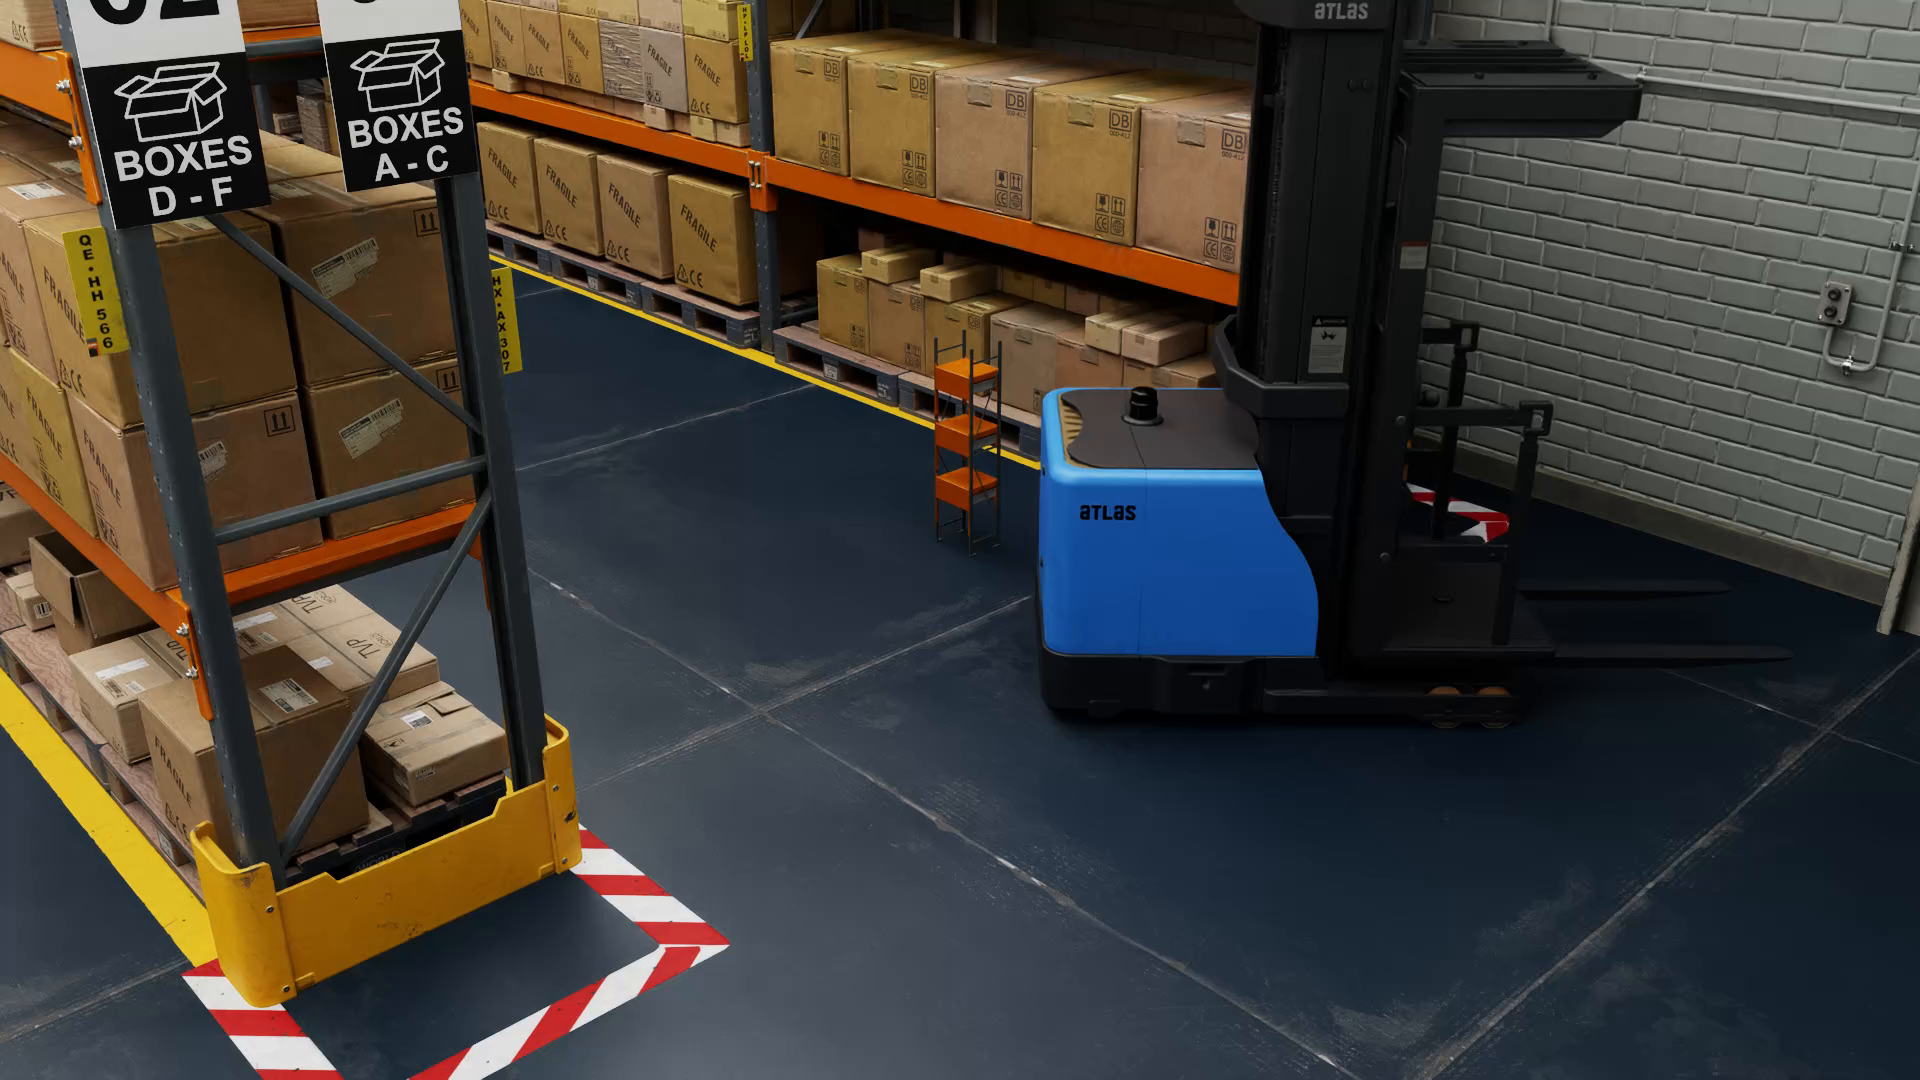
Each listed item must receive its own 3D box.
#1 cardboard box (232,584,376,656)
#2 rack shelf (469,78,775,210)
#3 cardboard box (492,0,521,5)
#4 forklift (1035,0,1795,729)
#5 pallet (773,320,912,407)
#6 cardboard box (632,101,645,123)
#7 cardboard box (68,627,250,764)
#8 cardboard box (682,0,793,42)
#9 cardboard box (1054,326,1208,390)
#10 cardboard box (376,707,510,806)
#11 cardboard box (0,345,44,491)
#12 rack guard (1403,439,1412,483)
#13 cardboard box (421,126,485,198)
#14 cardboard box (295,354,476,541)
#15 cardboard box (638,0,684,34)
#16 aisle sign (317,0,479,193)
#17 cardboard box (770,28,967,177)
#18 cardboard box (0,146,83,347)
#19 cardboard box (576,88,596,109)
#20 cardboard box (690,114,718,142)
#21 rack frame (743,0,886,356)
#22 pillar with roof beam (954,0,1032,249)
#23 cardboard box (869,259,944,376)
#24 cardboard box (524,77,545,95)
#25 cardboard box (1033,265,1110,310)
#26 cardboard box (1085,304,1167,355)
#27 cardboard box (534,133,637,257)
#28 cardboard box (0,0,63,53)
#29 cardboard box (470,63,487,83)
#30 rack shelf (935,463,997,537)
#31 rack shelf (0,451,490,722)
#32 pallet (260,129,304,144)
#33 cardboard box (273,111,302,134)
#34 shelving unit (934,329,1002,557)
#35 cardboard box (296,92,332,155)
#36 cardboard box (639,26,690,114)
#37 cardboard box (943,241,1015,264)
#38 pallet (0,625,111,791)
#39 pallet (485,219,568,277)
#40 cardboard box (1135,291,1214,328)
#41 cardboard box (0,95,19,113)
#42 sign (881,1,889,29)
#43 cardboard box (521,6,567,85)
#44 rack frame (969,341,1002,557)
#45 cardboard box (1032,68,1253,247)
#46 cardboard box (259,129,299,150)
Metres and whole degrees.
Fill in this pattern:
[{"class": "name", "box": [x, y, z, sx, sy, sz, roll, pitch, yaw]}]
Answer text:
[{"class": "cardboard box", "box": [-2.633, 0.390, 6.563, 0.500, 0.250, 0.500, -21, 32, -38]}, {"class": "rack shelf", "box": [-2.273, -3.009, 12.099, 1.077, 0.370, 4.000, -21, 32, -38]}, {"class": "cardboard box", "box": [-3.150, -4.100, 12.217, 0.500, 0.250, 0.500, -22, 32, -39]}, {"class": "forklift", "box": [1.848, -0.806, 6.486, 3.031, 2.935, 1.130, 0, 25, 1]}, {"class": "pallet", "box": [-0.443, -1.209, 10.647, 1.003, 0.211, 1.213, -21, 32, -38]}, {"class": "cardboard box", "box": [-2.019, -2.965, 11.413, 0.380, 0.149, 0.250, -21, 32, -38]}, {"class": "cardboard box", "box": [-2.964, 0.547, 6.219, 0.500, 0.250, 0.500, -21, 32, -38]}, {"class": "cardboard box", "box": [-1.412, -3.331, 10.530, 0.500, 0.250, 0.500, -20, 31, -37]}, {"class": "cardboard box", "box": [0.935, -0.908, 9.132, 0.700, 0.500, 0.500, -21, 32, -39]}, {"class": "cardboard box", "box": [-1.820, 0.760, 5.874, 0.380, 0.149, 0.250, -21, 32, -38]}, {"class": "cardboard box", "box": [-2.984, -0.525, 5.667, 0.500, 0.500, 0.500, -21, 32, -38]}, {"class": "rack guard", "box": [1.845, -0.374, 8.468, 1.175, 0.500, 0.348, -21, 32, -38]}, {"class": "cardboard box", "box": [-4.170, -3.209, 14.151, 0.700, 0.500, 0.500, -21, 32, -38]}, {"class": "cardboard box", "box": [-1.896, -0.367, 5.320, 0.500, 0.500, 0.500, -20, 32, -37]}, {"class": "cardboard box", "box": [-1.754, -3.488, 10.876, 0.500, 0.250, 0.500, -20, 31, -37]}, {"class": "aisle sign", "box": [-1.524, -1.358, 4.480, 0.394, 0.787, 0.004, -21, 32, -38]}, {"class": "cardboard box", "box": [-0.547, -2.698, 10.189, 0.980, 0.700, 0.700, -21, 32, -38]}, {"class": "cardboard box", "box": [-2.994, -0.978, 5.455, 0.500, 0.500, 0.500, -20, 31, -37]}, {"class": "cardboard box", "box": [-2.527, -3.210, 11.951, 0.380, 0.149, 0.250, -21, 32, -38]}, {"class": "cardboard box", "box": [-1.533, -2.717, 10.871, 0.380, 0.149, 0.250, -21, 32, -38]}, {"class": "rack frame", "box": [-0.906, -2.731, 10.621, 1.000, 3.000, 0.127, -21, 32, -38]}, {"class": "pillar with roof beam", "box": [-2.938, -4.272, 6.772, 9.100, 9.000, 0.400, -21, 32, -38]}, {"class": "cardboard box", "box": [-0.128, -1.376, 10.157, 0.700, 0.500, 0.500, -22, 32, -39]}, {"class": "cardboard box", "box": [-3.036, -3.447, 12.471, 0.380, 0.149, 0.250, -22, 32, -39]}, {"class": "cardboard box", "box": [0.640, -1.454, 9.547, 0.380, 0.149, 0.250, -21, 32, -38]}, {"class": "cardboard box", "box": [0.881, -1.116, 8.806, 0.380, 0.149, 0.250, -20, 31, -37]}, {"class": "cardboard box", "box": [-2.639, -2.628, 12.481, 0.750, 0.750, 0.750, -21, 32, -39]}, {"class": "cardboard box", "box": [-2.329, -1.490, 4.468, 0.500, 0.250, 0.500, -21, 32, -38]}, {"class": "cardboard box", "box": [-3.584, -3.672, 12.963, 0.380, 0.149, 0.250, -22, 32, -39]}, {"class": "rack shelf", "box": [0.037, -0.199, 8.116, 0.215, 0.259, 0.240, -21, 32, -38]}, {"class": "rack shelf", "box": [-3.152, -0.391, 6.360, 1.077, 0.370, 4.000, -21, 32, -38]}, {"class": "pallet", "box": [-6.858, -4.079, 16.937, 1.003, 0.211, 1.213, -21, 32, -38]}, {"class": "cardboard box", "box": [-6.761, -4.219, 16.768, 0.250, 0.166, 0.380, 19, 31, 35]}, {"class": "shelving unit", "box": [0.037, -0.461, 7.997, 0.215, 1.050, 0.252, -21, 32, -38]}, {"class": "cardboard box", "box": [-5.858, -3.999, 15.883, 0.700, 0.500, 0.500, -20, 31, -37]}, {"class": "cardboard box", "box": [-1.761, -3.141, 11.017, 0.500, 0.500, 0.500, -21, 32, -38]}, {"class": "cardboard box", "box": [0.119, -1.685, 10.055, 0.380, 0.149, 0.250, -23, 33, -40]}, {"class": "pallet", "box": [-3.212, 0.523, 6.850, 1.003, 0.211, 1.213, -21, 32, -38]}, {"class": "pallet", "box": [-3.156, -2.414, 13.286, 1.003, 0.211, 1.213, -21, 32, -38]}, {"class": "cardboard box", "box": [1.161, -1.223, 9.042, 0.380, 0.149, 0.250, -21, 32, -38]}, {"class": "cardboard box", "box": [-3.632, -1.590, 6.797, 0.500, 0.500, 0.500, -22, 32, -39]}, {"class": "sign", "box": [-0.502, -3.318, 10.771, 0.100, 0.325, 0.005, -21, 32, -38]}, {"class": "cardboard box", "box": [-2.805, -3.601, 12.026, 0.500, 0.500, 0.500, -21, 32, -39]}, {"class": "rack frame", "box": [0.120, -0.424, 7.916, 0.200, 1.050, 0.008, -21, 32, -38]}, {"class": "cardboard box", "box": [0.967, -2.024, 8.711, 0.980, 0.700, 0.700, -22, 32, -39]}, {"class": "cardboard box", "box": [-2.597, -1.131, 5.790, 0.500, 0.500, 0.500, -21, 32, -38]}]
